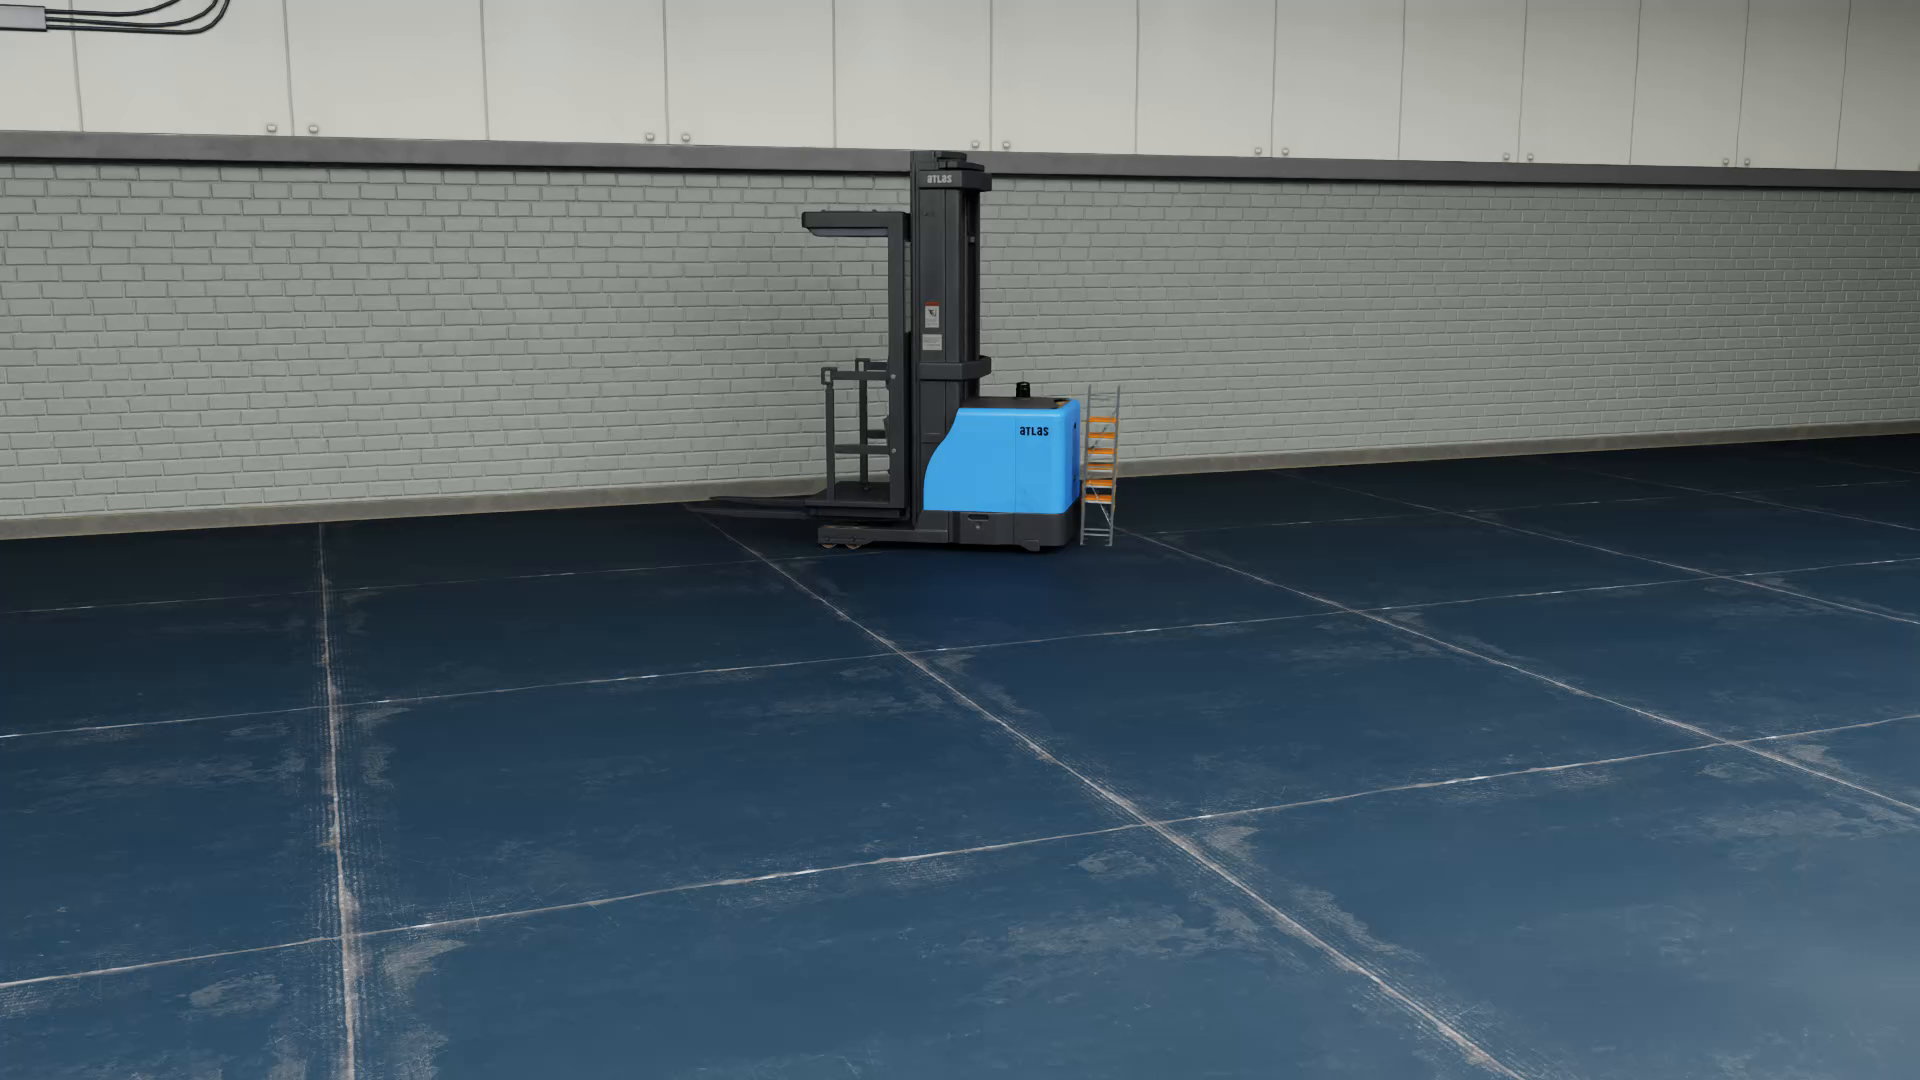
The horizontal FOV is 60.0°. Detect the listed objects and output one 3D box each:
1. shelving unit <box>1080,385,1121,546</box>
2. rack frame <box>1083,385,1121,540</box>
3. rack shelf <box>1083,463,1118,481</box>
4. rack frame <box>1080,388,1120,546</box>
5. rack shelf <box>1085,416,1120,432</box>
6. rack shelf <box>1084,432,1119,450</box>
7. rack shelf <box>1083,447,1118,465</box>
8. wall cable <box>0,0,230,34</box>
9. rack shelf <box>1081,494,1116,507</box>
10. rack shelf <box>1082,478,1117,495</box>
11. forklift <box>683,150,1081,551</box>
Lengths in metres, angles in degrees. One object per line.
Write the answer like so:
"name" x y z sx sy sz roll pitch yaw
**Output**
"shelving unit" 1.065 -0.564 12.614 0.258 1.200 0.189 3 13 6
"rack frame" 1.075 -0.585 12.703 0.240 1.200 0.006 3 13 6
"rack shelf" 1.064 -0.521 12.625 0.258 0.103 0.180 3 13 6
"rack frame" 1.055 -0.544 12.526 0.240 1.200 0.006 3 13 6
"rack shelf" 1.075 -0.871 12.541 0.258 0.103 0.180 3 13 6
"rack shelf" 1.071 -0.755 12.569 0.258 0.103 0.180 3 13 6
"rack shelf" 1.067 -0.638 12.597 0.258 0.103 0.180 3 13 6
"wall cable" -6.678 -6.151 12.091 2.305 6.003 0.169 -4 11 -21
"rack shelf" 1.056 -0.288 12.680 0.258 0.103 0.180 3 13 6
"rack shelf" 1.060 -0.405 12.652 0.258 0.103 0.180 3 13 6
"forklift" -0.616 -1.465 12.785 3.031 2.935 1.130 2 10 11
